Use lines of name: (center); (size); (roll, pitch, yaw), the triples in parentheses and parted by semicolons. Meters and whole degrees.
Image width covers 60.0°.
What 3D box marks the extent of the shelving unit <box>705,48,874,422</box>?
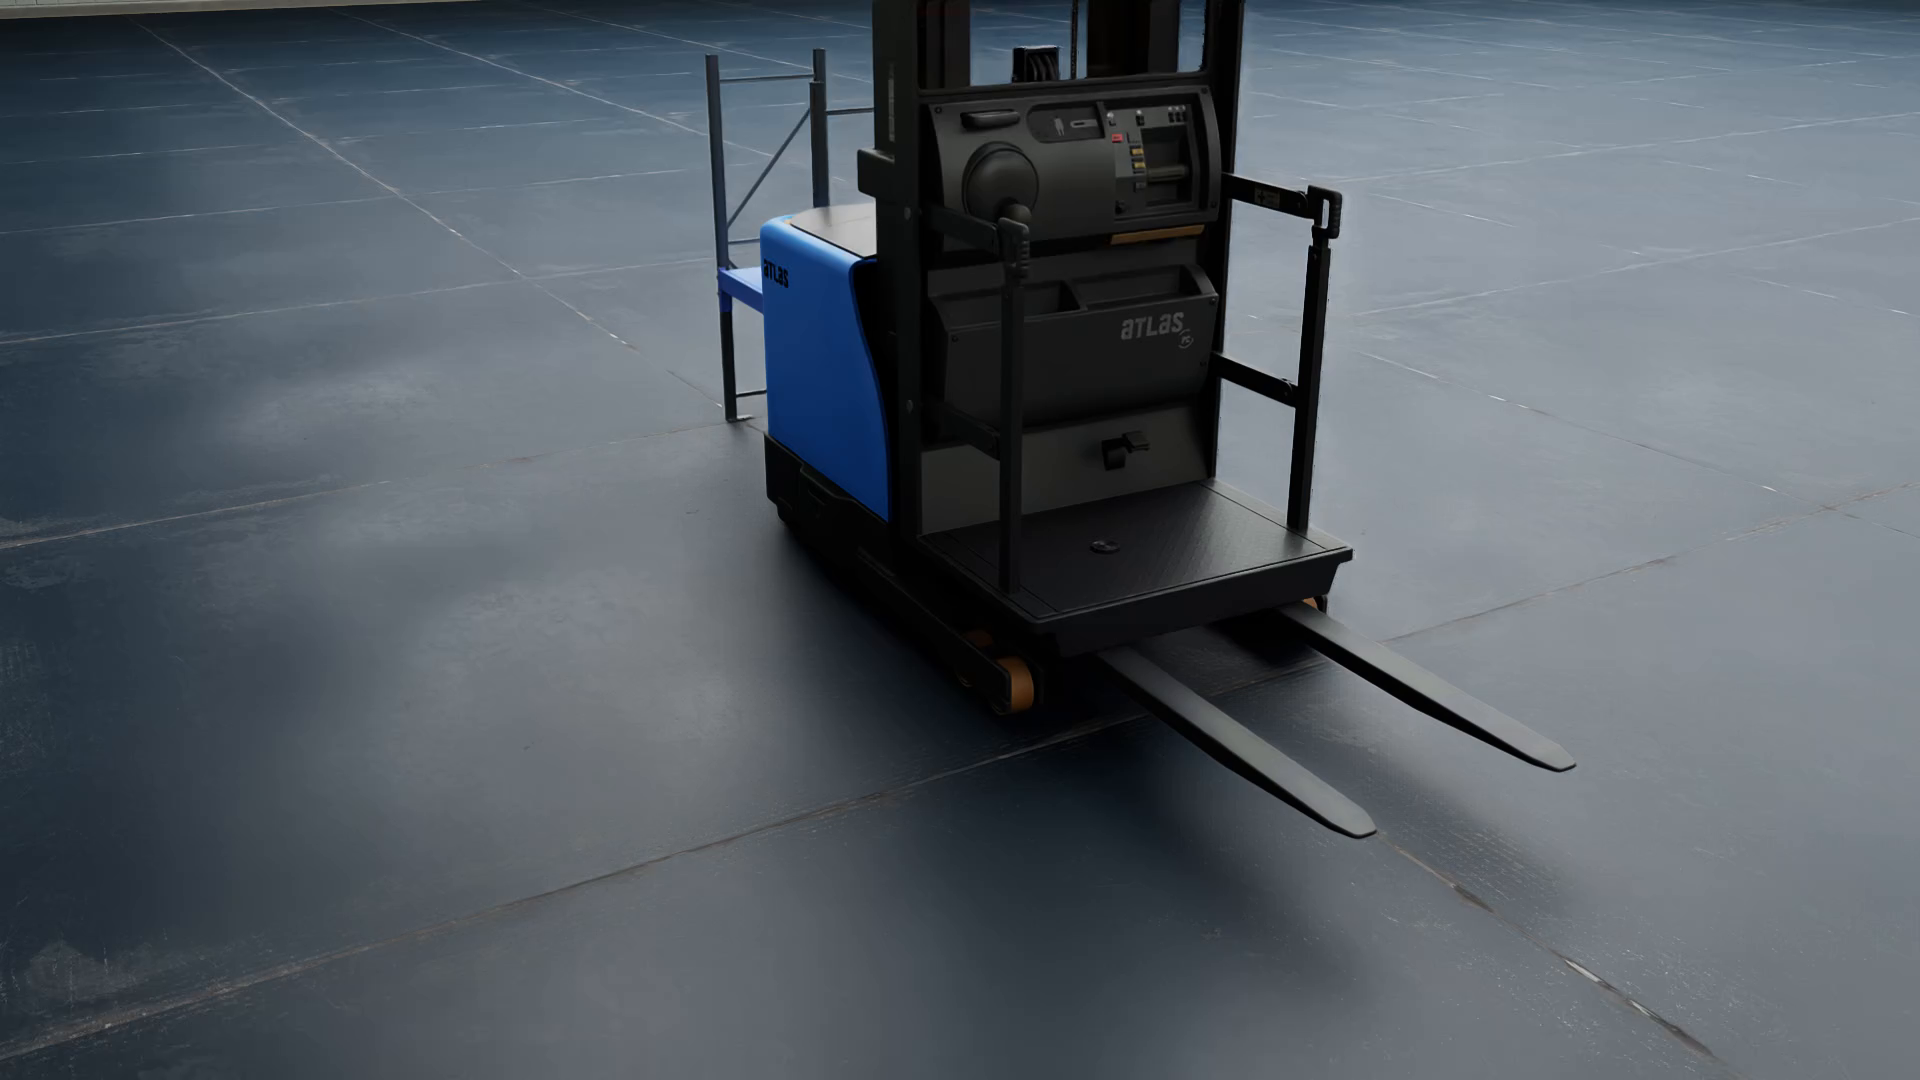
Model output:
shelving unit: (-0.528, -1.076, 6.468); (0.538, 1.500, 1.048); (-11, 25, -26)

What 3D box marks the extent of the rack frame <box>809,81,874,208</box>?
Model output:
rack frame: (-0.288, -0.908, 6.053); (0.500, 1.500, 0.032); (-11, 25, -26)

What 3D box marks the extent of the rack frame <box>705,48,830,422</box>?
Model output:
rack frame: (-0.769, -1.245, 6.882); (0.500, 1.500, 0.032); (-11, 25, -26)

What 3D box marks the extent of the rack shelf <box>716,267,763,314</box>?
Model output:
rack shelf: (-0.528, -0.910, 6.535); (0.538, 0.185, 1.000); (-11, 25, -26)

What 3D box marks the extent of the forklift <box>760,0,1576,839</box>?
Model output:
forklift: (0.443, -1.064, 4.537); (1.130, 2.935, 3.031); (-11, 25, -26)
